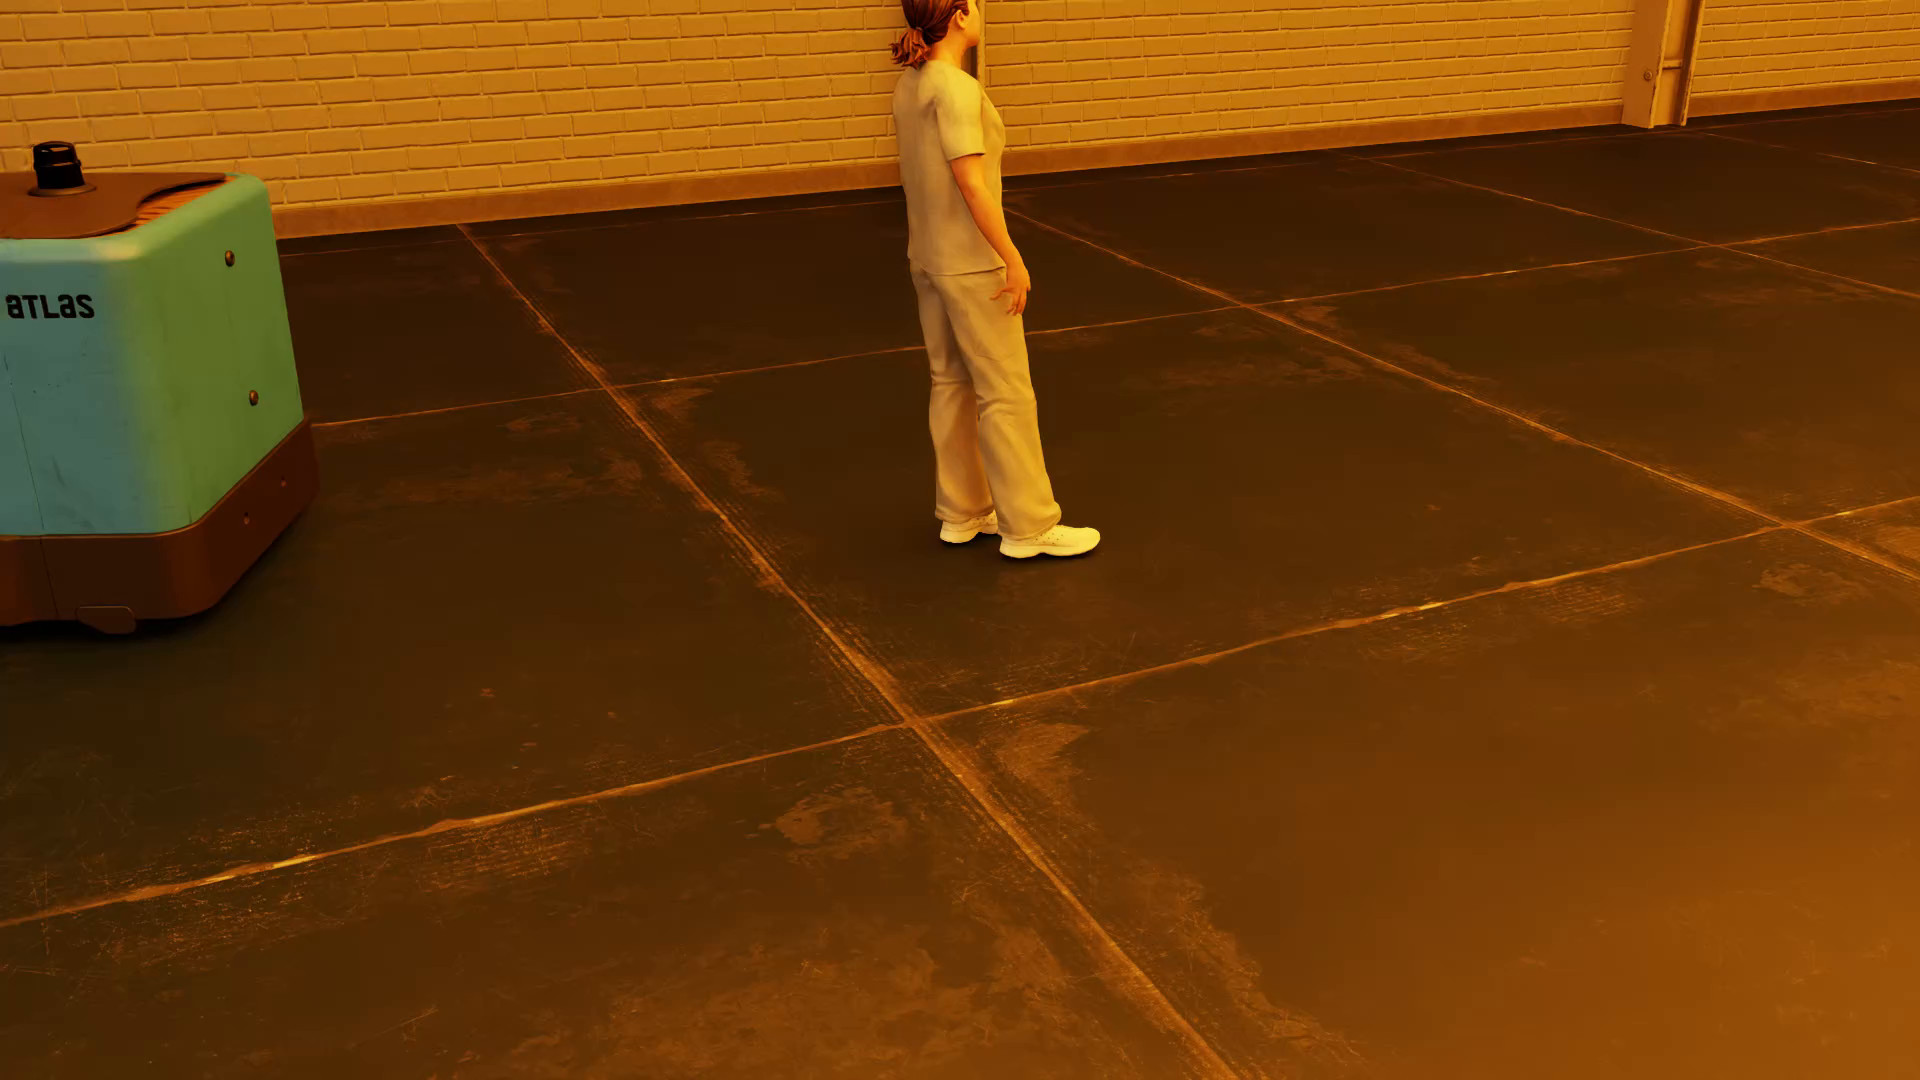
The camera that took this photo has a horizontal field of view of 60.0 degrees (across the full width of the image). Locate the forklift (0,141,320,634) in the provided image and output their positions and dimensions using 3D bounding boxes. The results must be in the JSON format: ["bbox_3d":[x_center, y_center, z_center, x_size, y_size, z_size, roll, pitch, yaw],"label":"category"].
[{"bbox_3d":[-3.539,-1.260,4.320,3.031,2.935,1.130,-1,23,-2],"label":"forklift"}]

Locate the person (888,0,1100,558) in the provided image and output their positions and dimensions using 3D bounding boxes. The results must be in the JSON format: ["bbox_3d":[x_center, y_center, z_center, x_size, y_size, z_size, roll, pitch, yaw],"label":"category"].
[{"bbox_3d":[0.072,-0.788,4.800,0.549,1.675,0.549,-10,25,-23],"label":"person"}]
